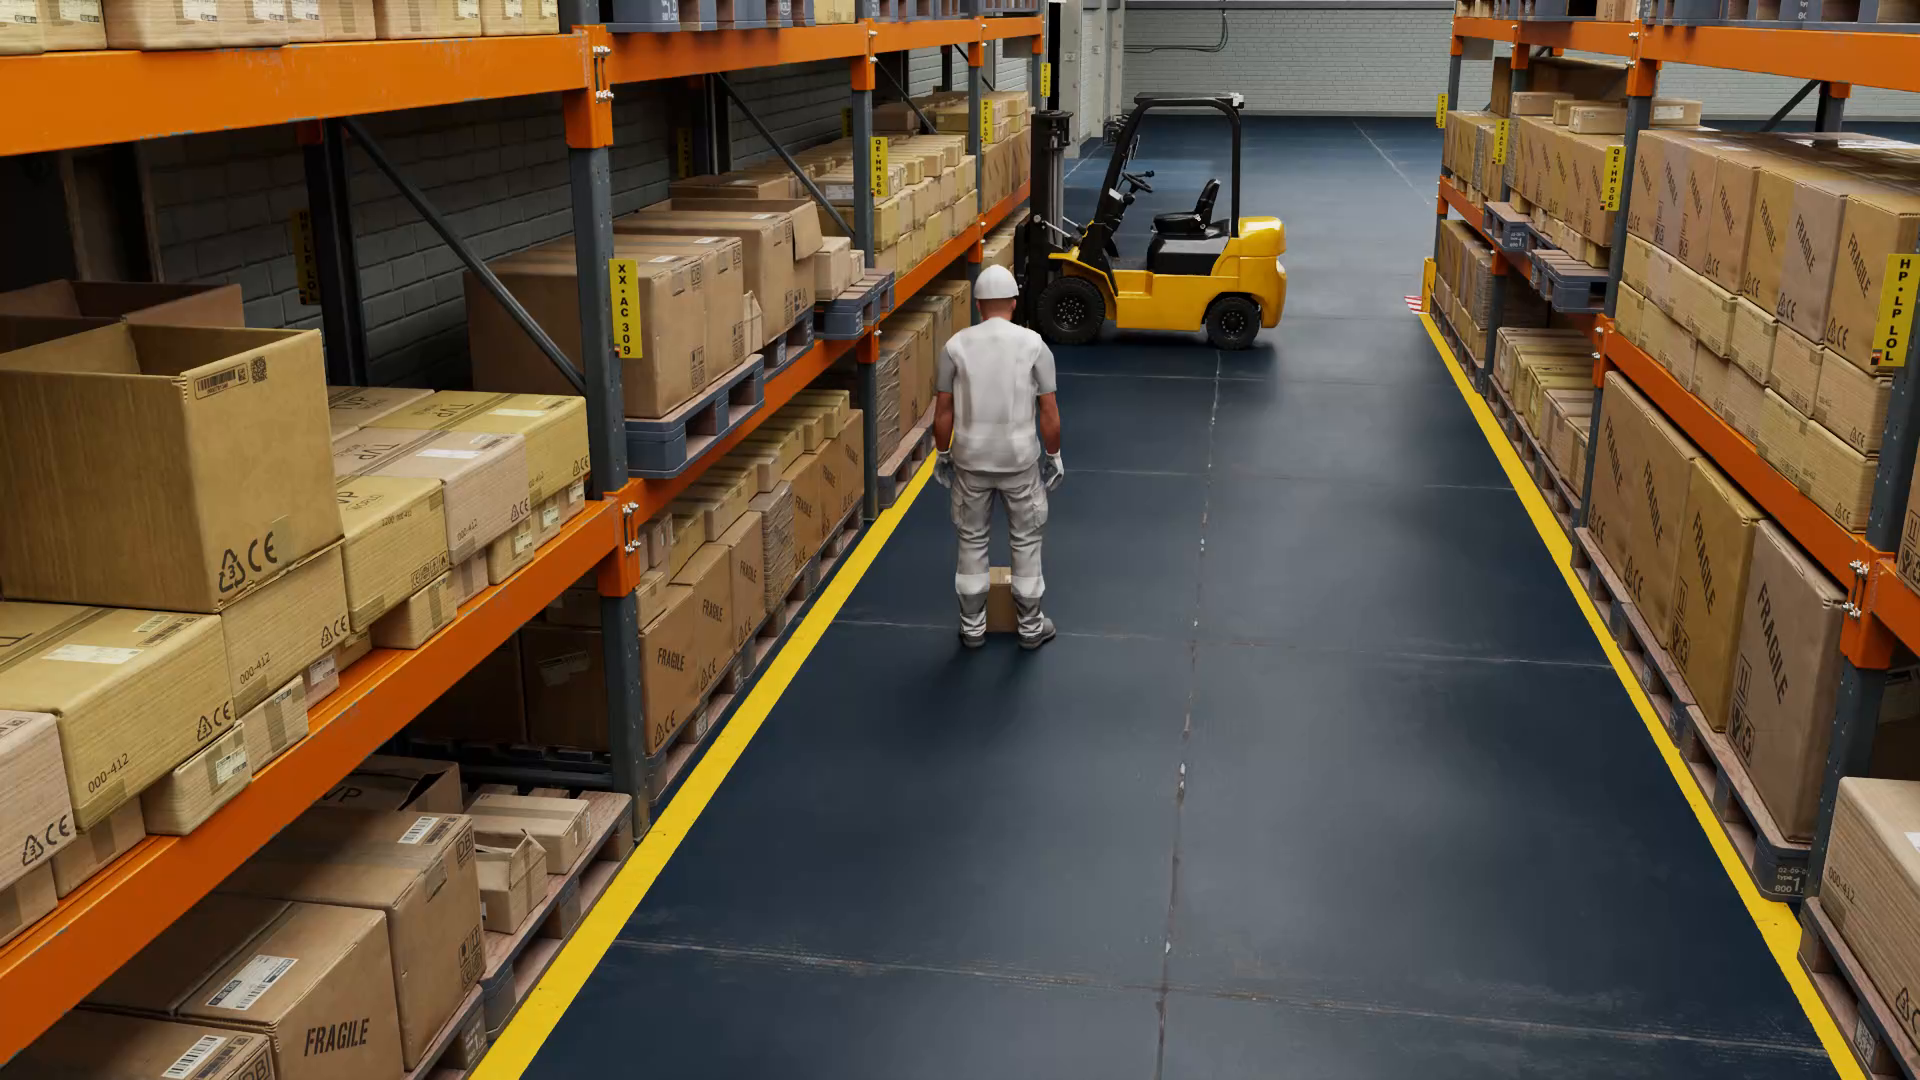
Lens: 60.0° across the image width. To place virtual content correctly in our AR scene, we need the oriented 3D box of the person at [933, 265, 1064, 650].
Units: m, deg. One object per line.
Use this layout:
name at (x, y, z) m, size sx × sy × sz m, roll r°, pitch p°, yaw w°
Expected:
person at (0.176, -0.369, 7.683) m, size 0.609 × 1.779 × 0.454 m, roll 2°, pitch 18°, yaw 7°
